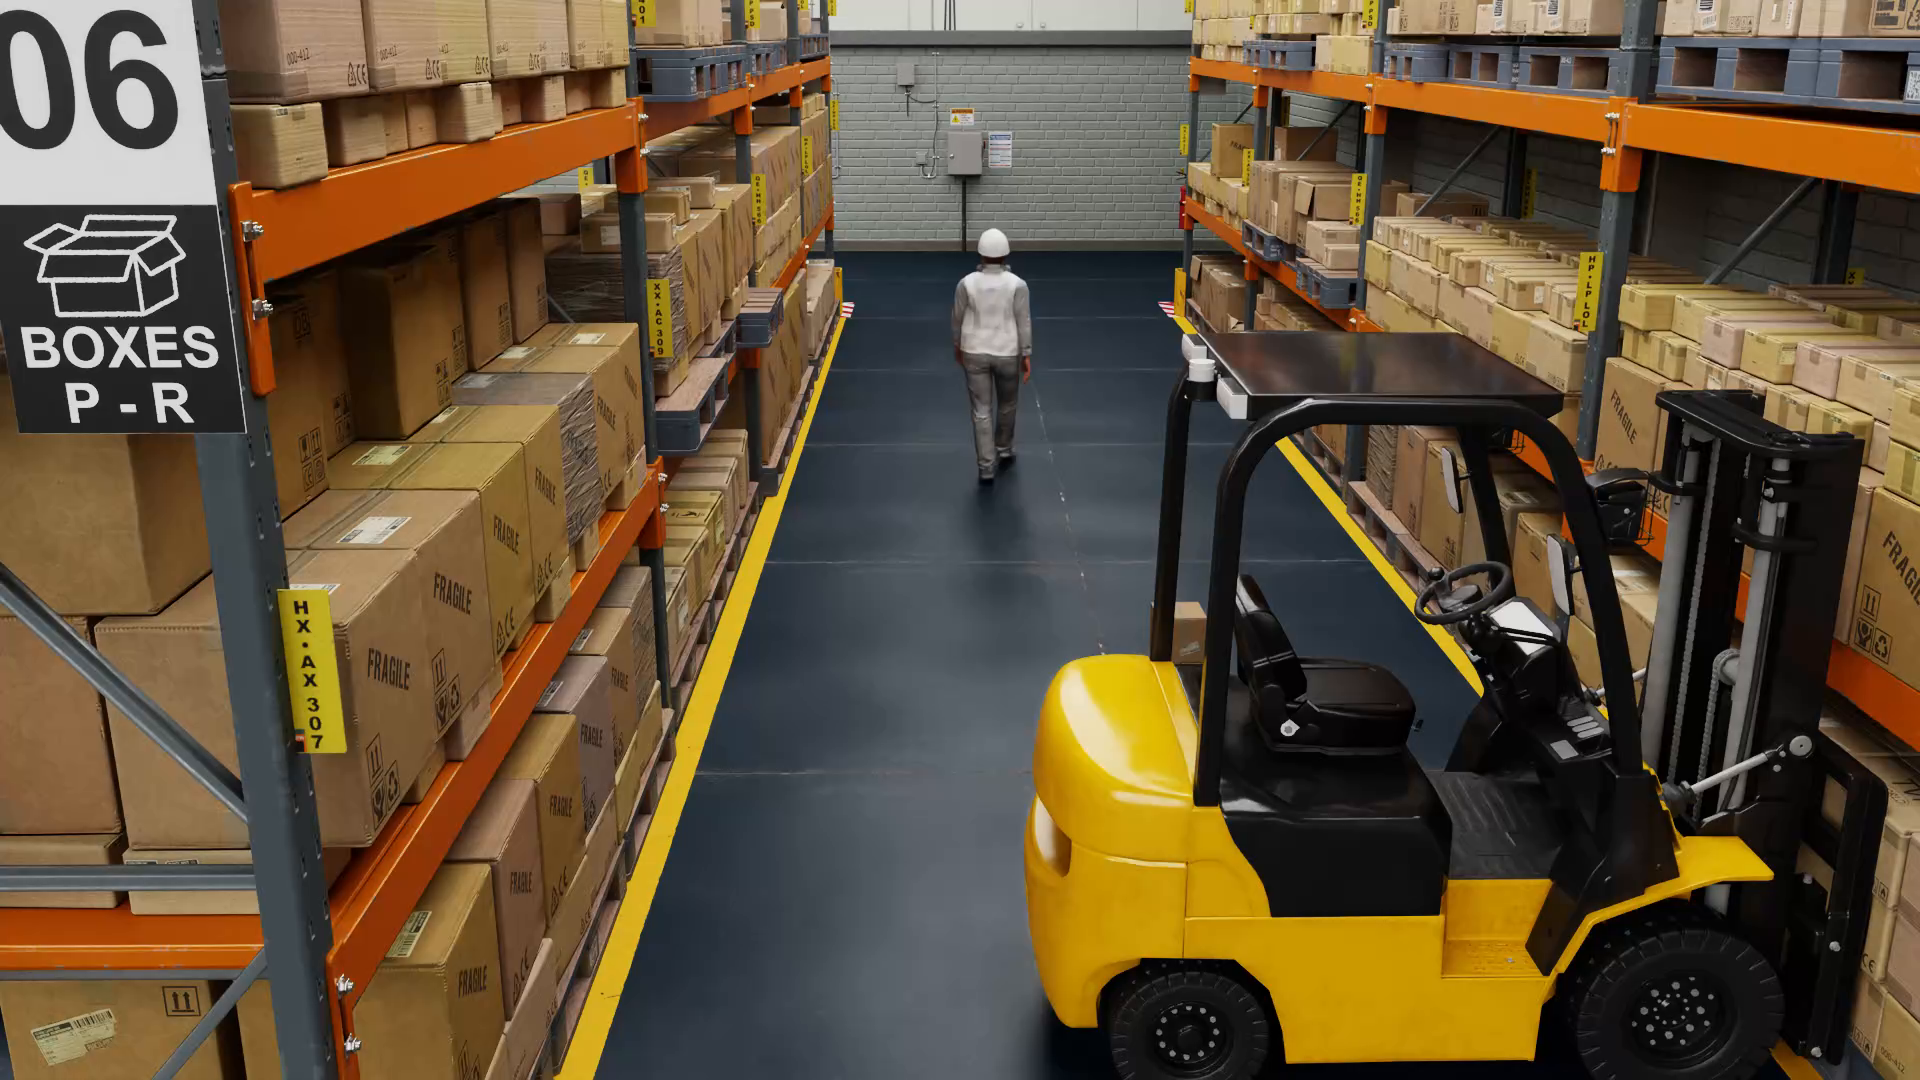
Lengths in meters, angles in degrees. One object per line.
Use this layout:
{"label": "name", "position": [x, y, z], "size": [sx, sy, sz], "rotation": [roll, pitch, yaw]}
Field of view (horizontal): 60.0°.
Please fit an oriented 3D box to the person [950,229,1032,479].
{"label": "person", "position": [0.215, -1.365, 11.916], "size": [0.568, 1.741, 0.900], "rotation": [0, 17, -1]}
